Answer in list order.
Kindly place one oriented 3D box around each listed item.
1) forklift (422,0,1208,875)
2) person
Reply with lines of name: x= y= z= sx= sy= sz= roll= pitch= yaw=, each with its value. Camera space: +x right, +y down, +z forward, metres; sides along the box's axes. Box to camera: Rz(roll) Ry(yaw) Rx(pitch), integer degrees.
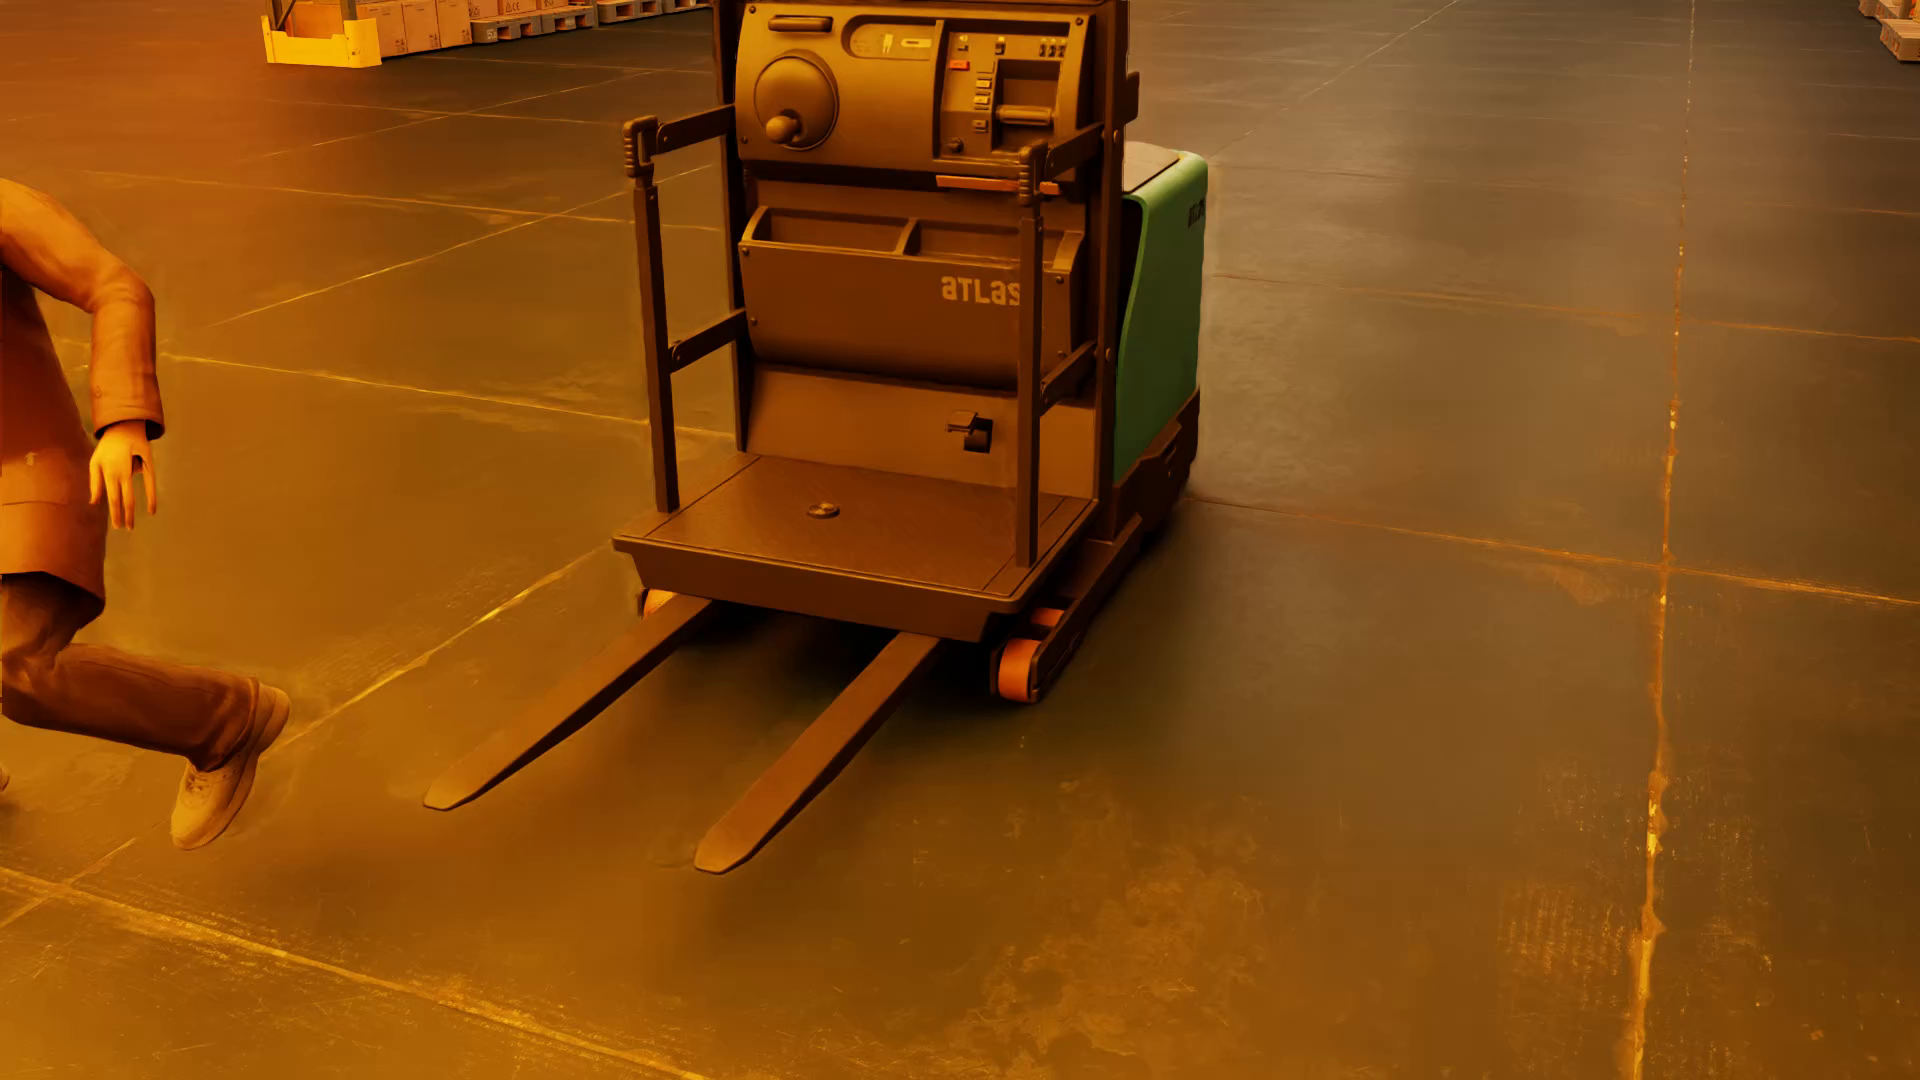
forklift: x=-0.208 y=-1.126 z=3.987 sx=1.130 sy=2.935 sz=3.031 roll=8 pitch=24 yaw=19
person: x=-2.003 y=-0.111 z=3.307 sx=1.177 sy=1.671 sz=0.539 roll=9 pitch=24 yaw=20
